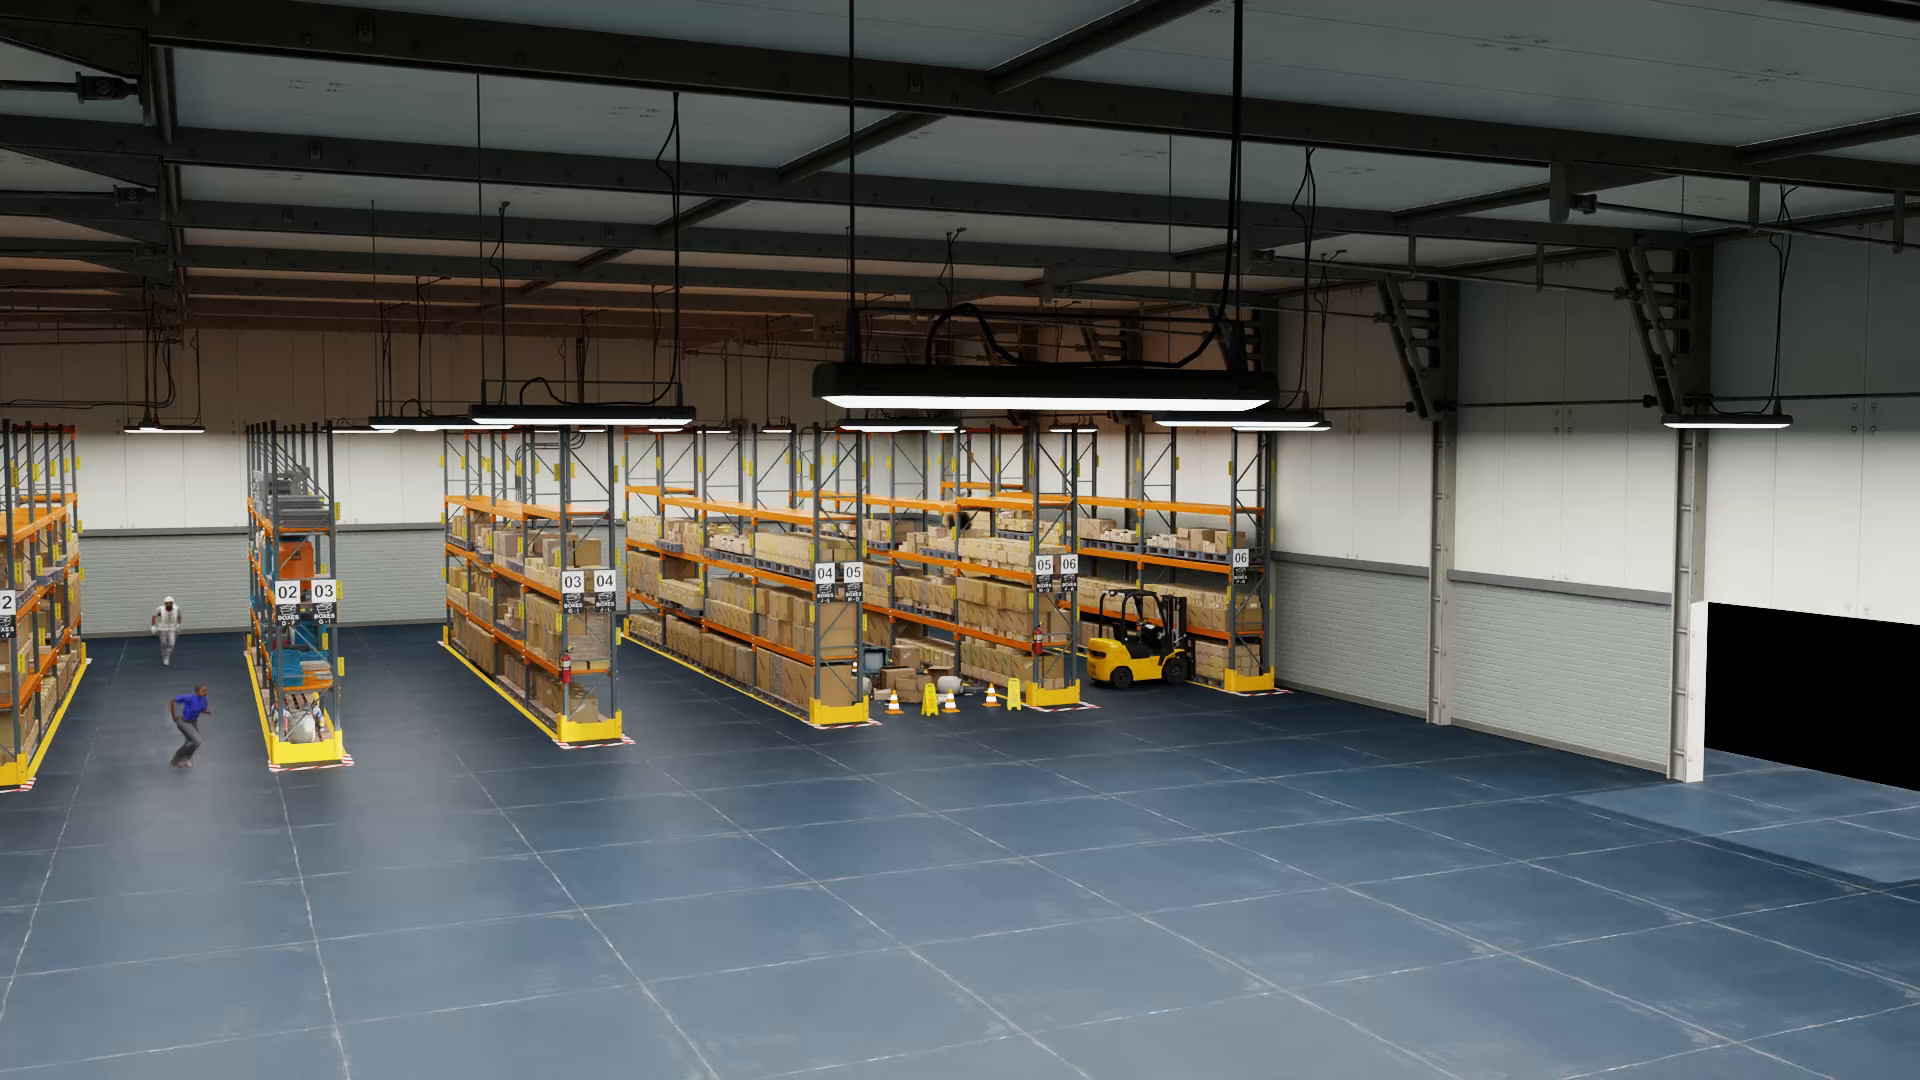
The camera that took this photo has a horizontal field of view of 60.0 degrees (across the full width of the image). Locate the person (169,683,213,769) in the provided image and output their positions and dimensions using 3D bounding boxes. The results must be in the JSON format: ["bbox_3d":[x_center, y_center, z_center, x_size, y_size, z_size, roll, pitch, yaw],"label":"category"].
[{"bbox_3d":[-13.141,3.177,28.361,0.866,1.509,0.595,1,4,18],"label":"person"}]

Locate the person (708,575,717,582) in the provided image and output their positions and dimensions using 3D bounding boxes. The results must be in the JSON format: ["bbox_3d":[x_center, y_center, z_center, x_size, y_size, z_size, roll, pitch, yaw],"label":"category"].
[{"bbox_3d":[-7.107,1.850,48.707,0.879,1.657,0.719,0,4,3],"label":"person"}]

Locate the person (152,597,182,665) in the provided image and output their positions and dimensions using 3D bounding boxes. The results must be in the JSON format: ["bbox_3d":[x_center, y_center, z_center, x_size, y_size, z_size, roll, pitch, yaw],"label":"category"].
[{"bbox_3d":[-19.914,2.261,41.773,0.685,1.709,0.701,-3,5,-40],"label":"person"}]
